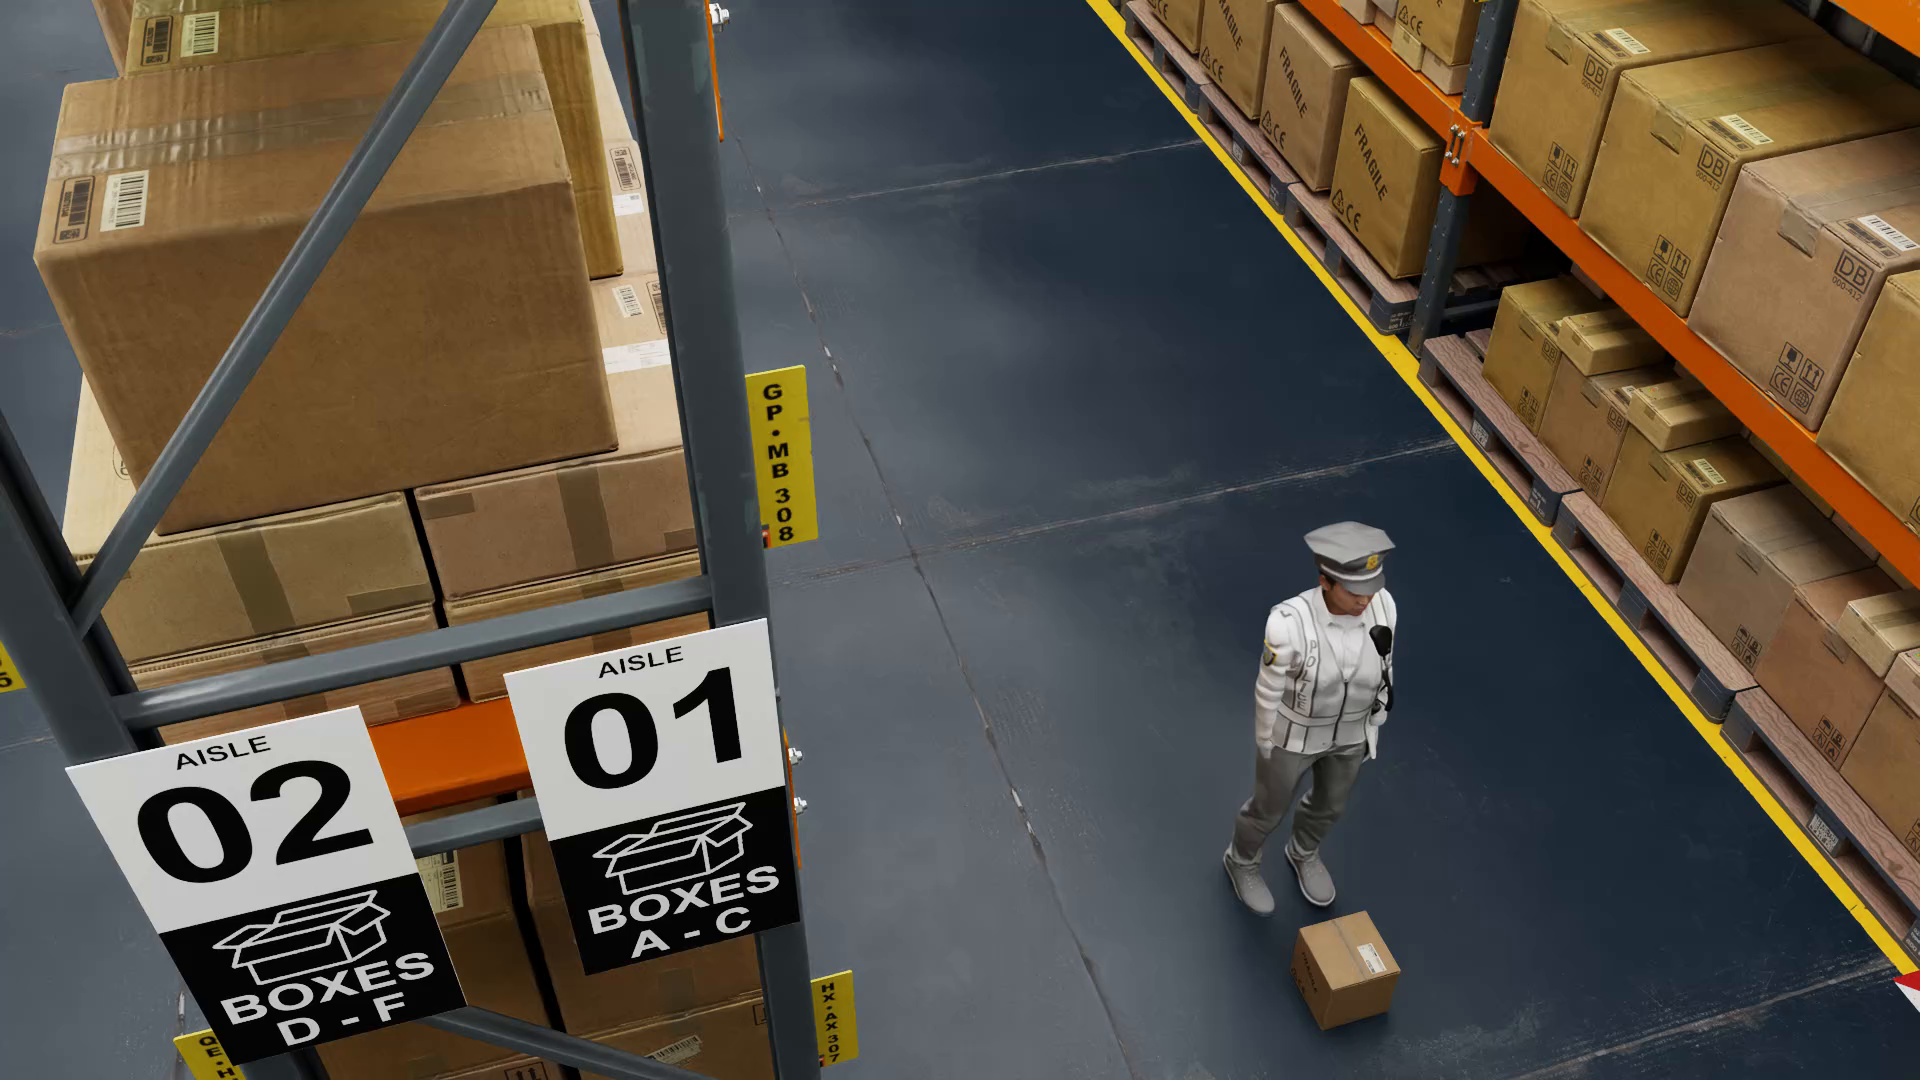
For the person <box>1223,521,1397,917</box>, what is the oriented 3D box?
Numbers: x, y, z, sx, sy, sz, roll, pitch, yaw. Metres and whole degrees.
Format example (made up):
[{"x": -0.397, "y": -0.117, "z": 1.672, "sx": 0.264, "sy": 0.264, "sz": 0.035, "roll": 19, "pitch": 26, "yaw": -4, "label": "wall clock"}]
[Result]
[{"x": 1.180, "y": 0.627, "z": 5.478, "sx": 0.466, "sy": 1.696, "sz": 0.342, "roll": -11, "pitch": 44, "yaw": -12, "label": "person"}]
